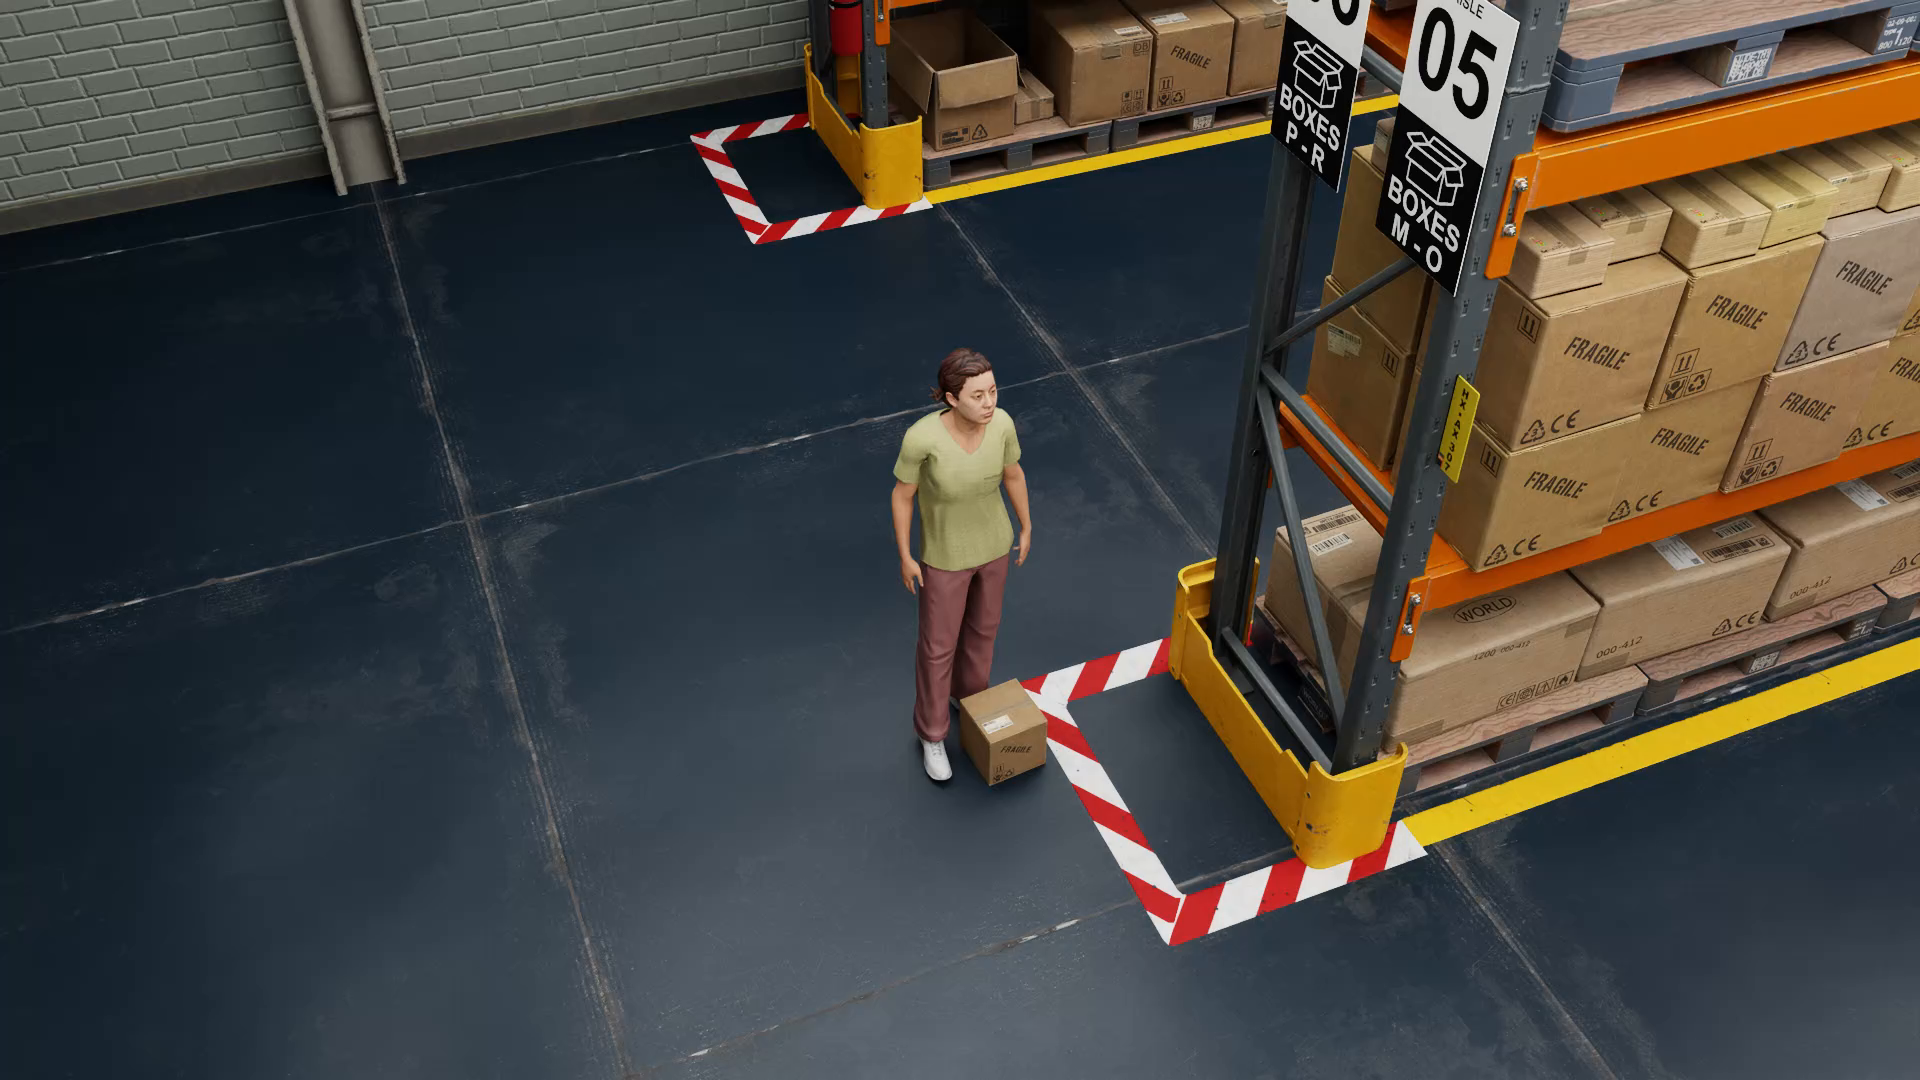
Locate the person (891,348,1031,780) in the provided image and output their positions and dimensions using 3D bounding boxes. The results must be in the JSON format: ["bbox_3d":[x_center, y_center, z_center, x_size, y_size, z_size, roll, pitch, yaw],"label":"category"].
[{"bbox_3d":[0.041,0.082,6.055,0.554,1.673,0.548,-17,45,-18],"label":"person"}]
